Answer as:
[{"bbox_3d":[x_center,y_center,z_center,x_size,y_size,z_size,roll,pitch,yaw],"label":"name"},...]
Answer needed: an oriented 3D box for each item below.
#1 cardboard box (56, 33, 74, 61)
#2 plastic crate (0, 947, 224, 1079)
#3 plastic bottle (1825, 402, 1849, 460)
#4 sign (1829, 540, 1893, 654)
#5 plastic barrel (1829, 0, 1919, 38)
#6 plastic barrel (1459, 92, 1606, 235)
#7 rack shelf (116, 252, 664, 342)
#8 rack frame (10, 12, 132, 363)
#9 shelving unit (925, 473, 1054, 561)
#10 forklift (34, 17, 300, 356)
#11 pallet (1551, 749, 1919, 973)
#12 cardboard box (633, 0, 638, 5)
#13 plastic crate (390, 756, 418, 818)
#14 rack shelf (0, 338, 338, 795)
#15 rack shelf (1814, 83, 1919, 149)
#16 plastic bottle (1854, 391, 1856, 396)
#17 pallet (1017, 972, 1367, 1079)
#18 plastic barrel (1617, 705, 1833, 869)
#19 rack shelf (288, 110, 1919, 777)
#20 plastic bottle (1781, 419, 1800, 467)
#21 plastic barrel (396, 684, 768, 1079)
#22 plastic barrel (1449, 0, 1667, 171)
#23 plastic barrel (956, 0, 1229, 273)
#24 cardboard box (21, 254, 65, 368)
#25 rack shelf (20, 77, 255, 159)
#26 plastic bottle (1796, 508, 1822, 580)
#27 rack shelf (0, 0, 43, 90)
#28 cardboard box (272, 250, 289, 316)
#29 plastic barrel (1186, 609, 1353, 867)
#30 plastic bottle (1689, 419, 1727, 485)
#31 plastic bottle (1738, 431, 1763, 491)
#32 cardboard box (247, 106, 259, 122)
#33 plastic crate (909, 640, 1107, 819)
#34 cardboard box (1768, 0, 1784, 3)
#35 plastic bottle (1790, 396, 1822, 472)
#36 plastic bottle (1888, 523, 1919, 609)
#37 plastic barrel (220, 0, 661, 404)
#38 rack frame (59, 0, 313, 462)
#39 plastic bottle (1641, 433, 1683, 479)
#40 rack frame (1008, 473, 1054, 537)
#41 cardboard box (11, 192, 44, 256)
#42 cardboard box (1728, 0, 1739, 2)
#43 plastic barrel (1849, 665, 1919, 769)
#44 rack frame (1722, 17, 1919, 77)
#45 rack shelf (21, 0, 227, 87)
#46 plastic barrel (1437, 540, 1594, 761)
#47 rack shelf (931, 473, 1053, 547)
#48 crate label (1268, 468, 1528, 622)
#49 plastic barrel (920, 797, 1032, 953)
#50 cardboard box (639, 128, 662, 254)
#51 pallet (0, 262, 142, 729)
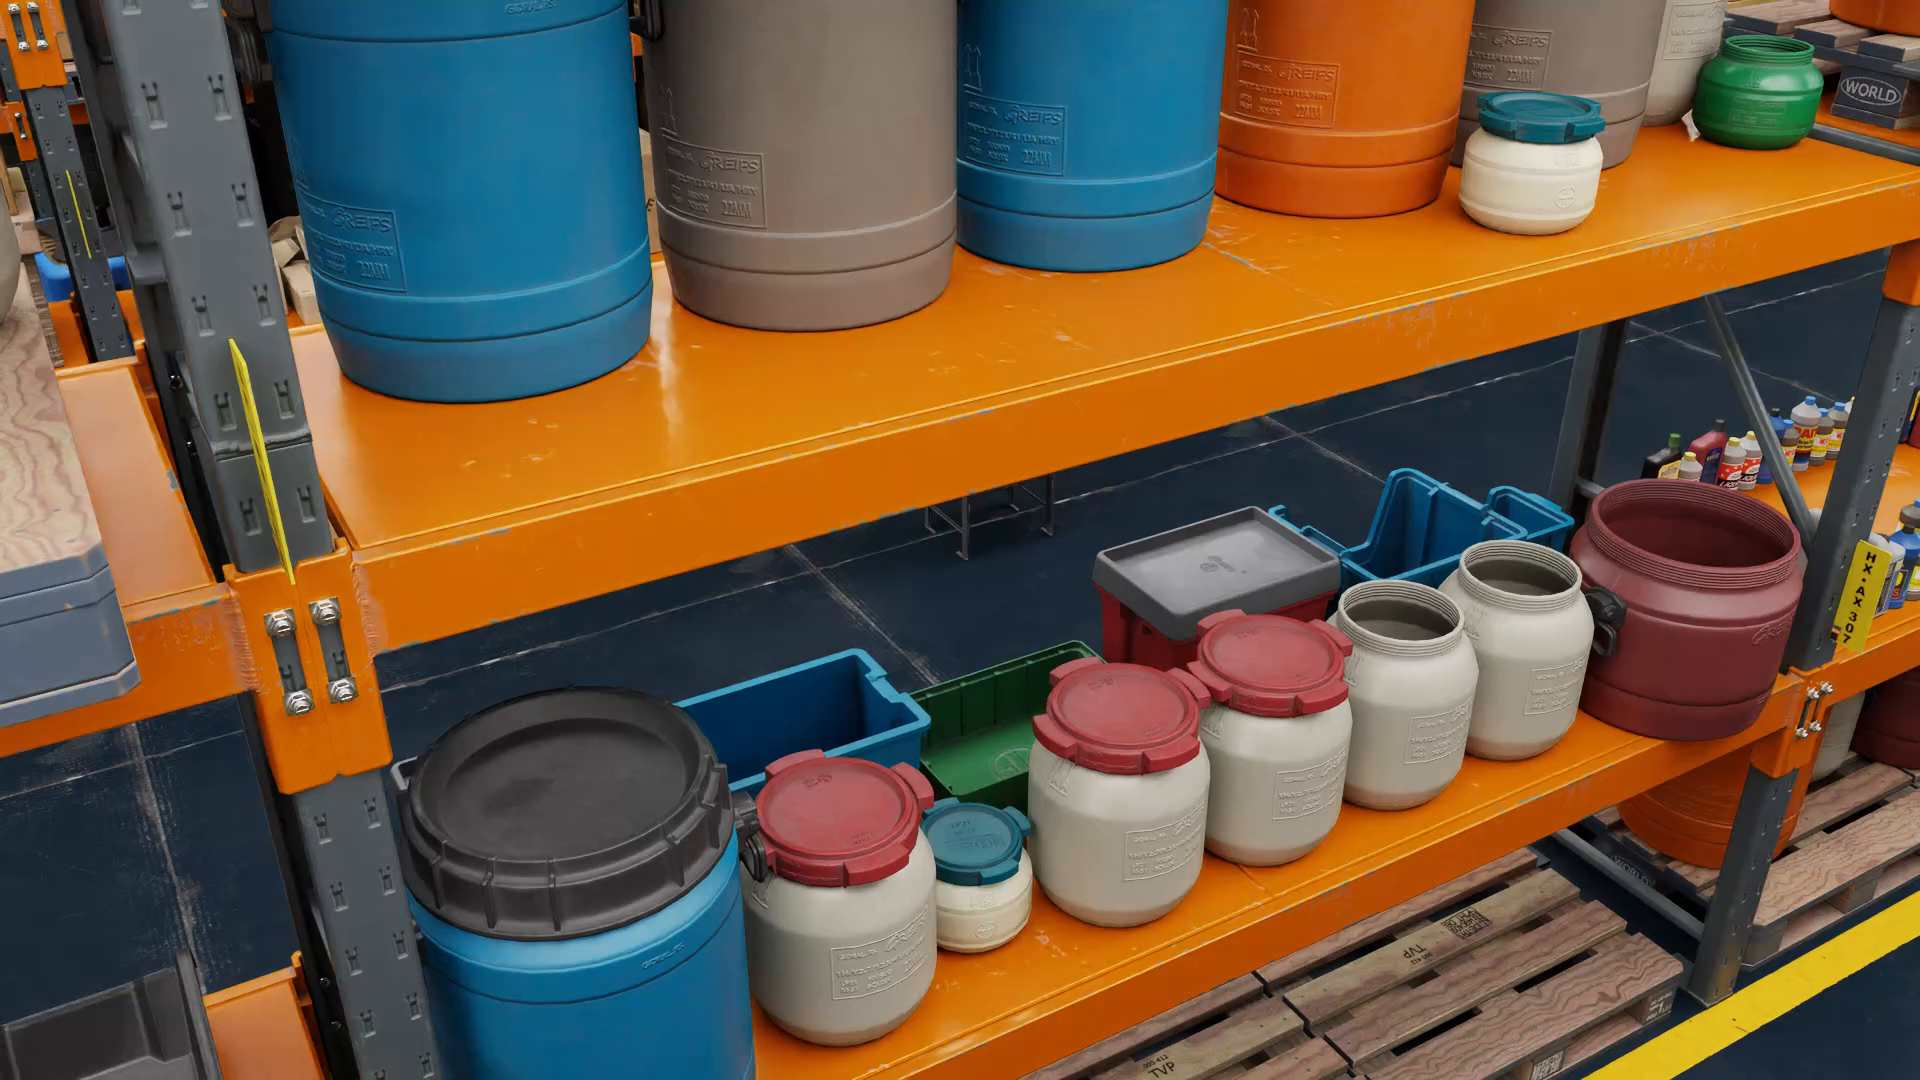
[{"bbox_3d":[-5.761,-3.489,10.909,0.500,0.500,0.700,-16,33,-26],"label":"cardboard box"},{"bbox_3d":[-1.713,1.087,3.240,0.504,0.338,0.767,-16,33,-26],"label":"plastic crate"},{"bbox_3d":[3.195,-0.404,6.084,0.097,0.201,0.097,0,29,0],"label":"plastic bottle"},{"bbox_3d":[2.536,0.162,4.684,0.005,0.325,0.100,-16,33,-26],"label":"sign"},{"bbox_3d":[2.742,-1.817,4.455,0.708,0.830,0.600,-16,33,-26],"label":"plastic barrel"},{"bbox_3d":[1.273,-0.839,3.704,0.301,0.262,0.301,0,29,0],"label":"plastic barrel"},{"bbox_3d":[-1.980,-1.254,8.163,4.000,0.370,1.077,-16,33,-26],"label":"rack shelf"},{"bbox_3d":[-3.704,-1.080,7.102,0.127,3.000,1.000,-16,33,-26],"label":"rack frame"},{"bbox_3d":[0.143,-0.960,7.816,0.503,2.100,0.431,-16,33,-26],"label":"shelving unit"},{"bbox_3d":[-3.803,-2.350,9.475,3.031,2.935,1.130,-21,35,-33],"label":"forklift"},{"bbox_3d":[2.910,1.016,6.190,1.213,0.211,1.003,-16,33,-26],"label":"pallet"},{"bbox_3d":[-2.220,-4.317,12.535,0.500,0.500,0.500,-15,32,-25],"label":"cardboard box"},{"bbox_3d":[-0.935,0.711,3.791,0.583,0.464,0.402,-16,33,-26],"label":"plastic crate"},{"bbox_3d":[-2.922,0.476,1.923,4.000,0.370,1.077,-16,33,-26],"label":"rack shelf"},{"bbox_3d":[3.975,-1.482,5.472,4.000,0.370,1.077,-16,33,-26],"label":"rack shelf"},{"bbox_3d":[3.369,-0.500,6.172,0.133,0.283,0.061,-16,33,-26],"label":"plastic bottle"},{"bbox_3d":[0.513,1.697,4.957,1.213,0.211,1.003,-16,33,-26],"label":"pallet"},{"bbox_3d":[2.664,0.645,5.788,0.708,0.830,0.600,-16,33,-26],"label":"plastic barrel"},{"bbox_3d":[0.527,-0.503,3.697,4.000,0.370,1.077,-16,33,-26],"label":"rack shelf"},{"bbox_3d":[2.943,-0.333,5.954,0.097,0.201,0.097,0,29,0],"label":"plastic bottle"},{"bbox_3d":[-0.711,0.797,3.183,0.708,0.901,0.600,-16,33,-26],"label":"plastic barrel"},{"bbox_3d":[1.433,-1.417,4.089,0.600,0.901,0.600,0,29,0],"label":"plastic barrel"},{"bbox_3d":[0.259,-1.083,3.485,0.708,0.901,0.600,-16,33,-26],"label":"plastic barrel"},{"bbox_3d":[-4.083,-1.012,6.876,0.500,0.500,0.700,-17,33,-28],"label":"cardboard box"},{"bbox_3d":[-4.492,-3.317,11.900,4.000,0.370,1.077,-16,33,-26],"label":"rack shelf"},{"bbox_3d":[2.711,0.025,5.228,0.135,0.276,0.152,-16,33,-26],"label":"plastic bottle"},{"bbox_3d":[-5.428,-1.588,5.664,4.000,0.370,1.077,-16,33,-26],"label":"rack shelf"},{"bbox_3d":[-3.302,-1.153,7.389,0.500,0.250,0.500,-14,32,-23],"label":"cardboard box"},{"bbox_3d":[0.744,0.497,4.104,0.433,0.535,0.433,0,29,0],"label":"plastic barrel"},{"bbox_3d":[2.583,-0.277,5.767,0.133,0.283,0.061,-16,33,-26],"label":"plastic bottle"},{"bbox_3d":[2.775,-0.285,5.868,0.097,0.201,0.097,0,29,0],"label":"plastic bottle"},{"bbox_3d":[-5.213,-2.865,11.693,0.500,0.250,0.500,-17,33,-27],"label":"cardboard box"},{"bbox_3d":[0.161,0.534,4.398,0.662,0.188,0.450,-16,33,-26],"label":"plastic crate"},{"bbox_3d":[5.515,-3.590,11.546,0.500,0.500,0.500,-16,32,-26],"label":"cardboard box"},{"bbox_3d":[3.027,-0.387,5.980,0.097,0.271,0.097,0,29,0],"label":"plastic bottle"},{"bbox_3d":[2.902,0.074,5.145,0.097,0.271,0.097,0,29,0],"label":"plastic bottle"},{"bbox_3d":[-0.869,-0.763,2.905,0.708,0.901,0.600,-16,33,-26],"label":"plastic barrel"},{"bbox_3d":[-1.198,-1.642,1.912,0.127,3.000,1.000,-16,33,-26],"label":"rack frame"},{"bbox_3d":[2.384,-0.220,5.665,0.133,0.283,0.061,-16,33,-26],"label":"plastic bottle"},{"bbox_3d":[0.353,-1.020,7.924,0.015,2.100,0.400,-16,33,-26],"label":"rack frame"},{"bbox_3d":[-3.830,-1.252,6.639,0.250,0.149,0.380,-16,33,-26],"label":"cardboard box"},{"bbox_3d":[5.075,-3.897,11.068,0.500,0.500,0.500,-15,32,-25],"label":"cardboard box"},{"bbox_3d":[3.638,0.474,6.347,0.708,0.588,0.600,-16,33,-26],"label":"plastic barrel"},{"bbox_3d":[2.251,-2.621,3.686,0.127,3.000,1.000,-16,33,-26],"label":"rack frame"},{"bbox_3d":[-1.980,-2.568,7.438,4.000,0.370,1.077,-16,33,-26],"label":"rack shelf"},{"bbox_3d":[1.472,0.297,4.491,0.421,0.512,0.421,0,29,0],"label":"plastic barrel"},{"bbox_3d":[0.143,-0.335,8.161,0.480,0.518,0.431,-16,33,-26],"label":"rack shelf"},{"bbox_3d":[1.257,0.121,4.890,0.616,0.435,0.502,-16,33,-26],"label":"crate label"},{"bbox_3d":[0.021,0.785,3.866,0.301,0.262,0.301,0,29,0],"label":"plastic barrel"},{"bbox_3d":[-1.694,-1.685,8.095,0.500,0.500,0.500,-18,34,-29],"label":"cardboard box"},{"bbox_3d":[-1.770,-0.029,2.288,1.003,0.211,1.213,-16,33,-26],"label":"pallet"}]
